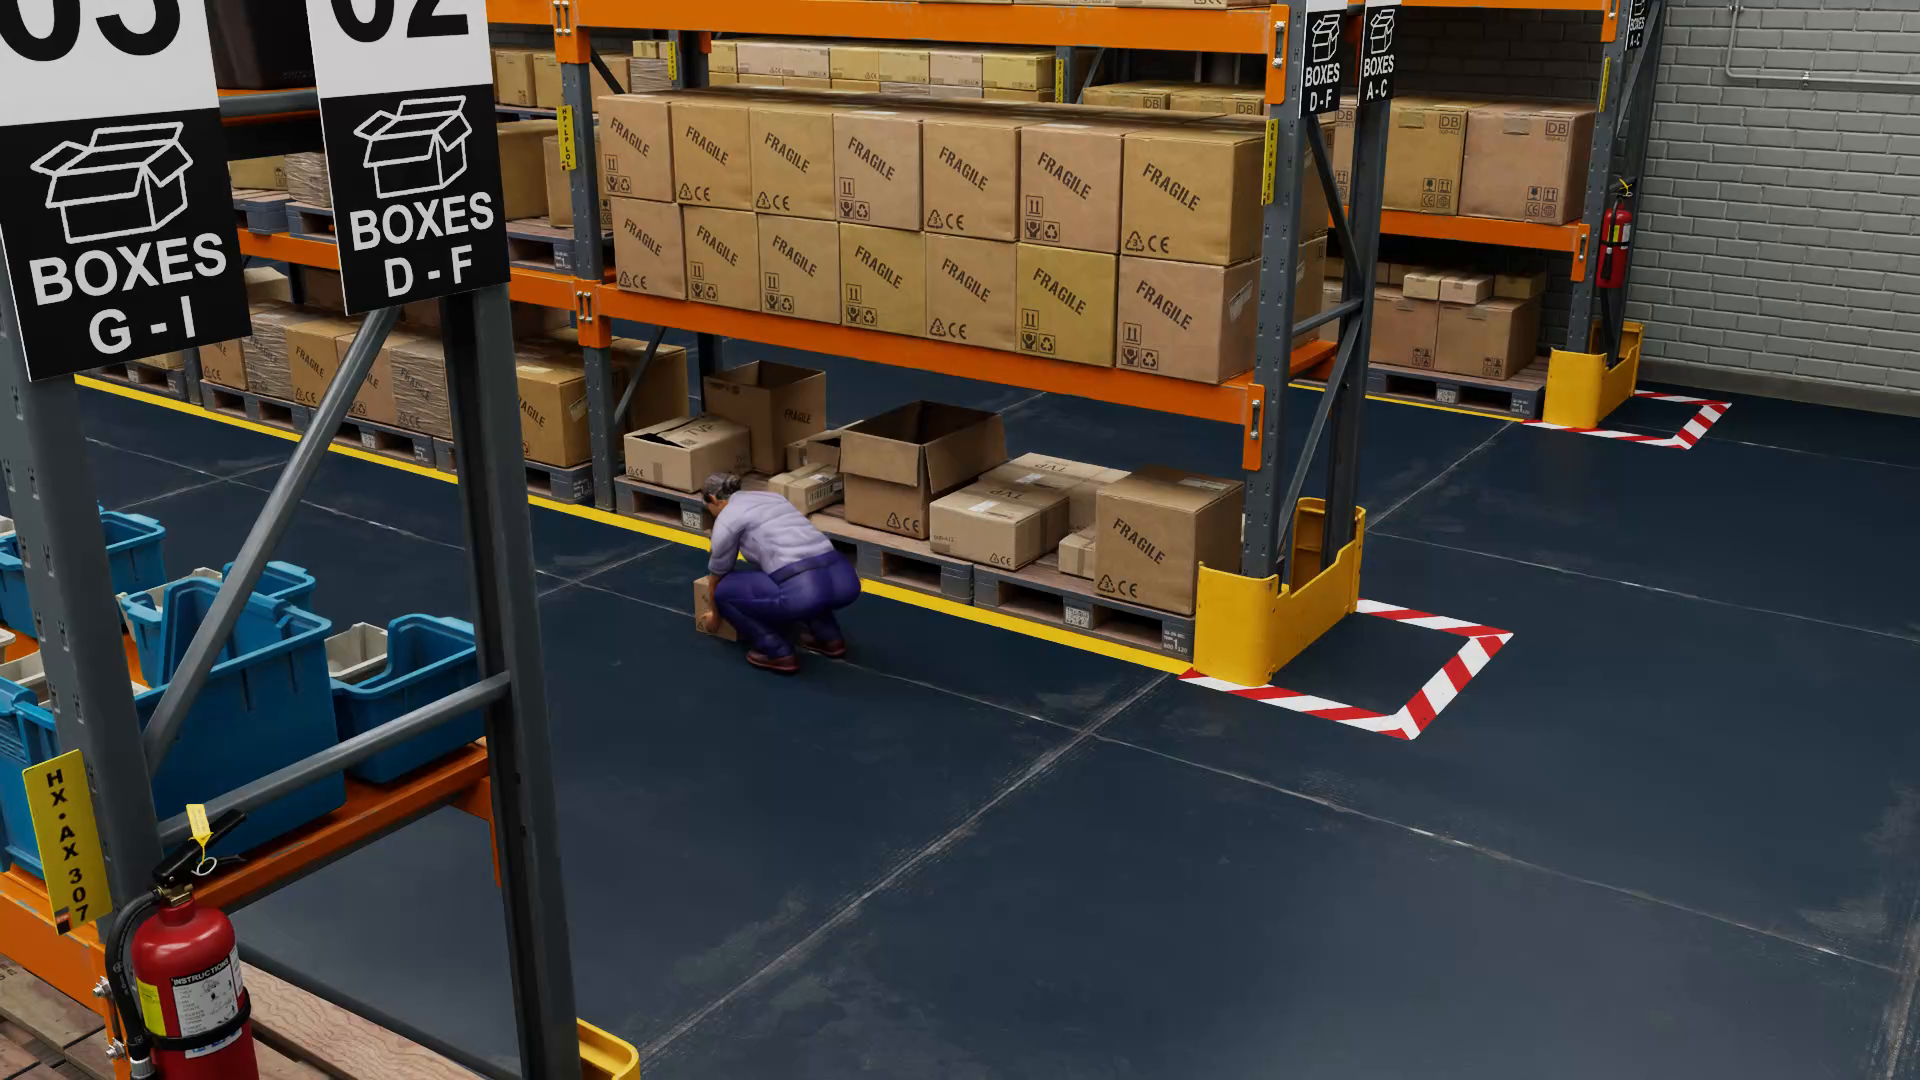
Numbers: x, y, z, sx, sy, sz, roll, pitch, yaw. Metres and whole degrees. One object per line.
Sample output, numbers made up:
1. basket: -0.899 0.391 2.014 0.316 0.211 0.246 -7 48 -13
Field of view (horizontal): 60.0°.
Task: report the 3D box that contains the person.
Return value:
1. person: -0.880 0.111 7.547 0.516 0.802 0.725 -18 26 -40
